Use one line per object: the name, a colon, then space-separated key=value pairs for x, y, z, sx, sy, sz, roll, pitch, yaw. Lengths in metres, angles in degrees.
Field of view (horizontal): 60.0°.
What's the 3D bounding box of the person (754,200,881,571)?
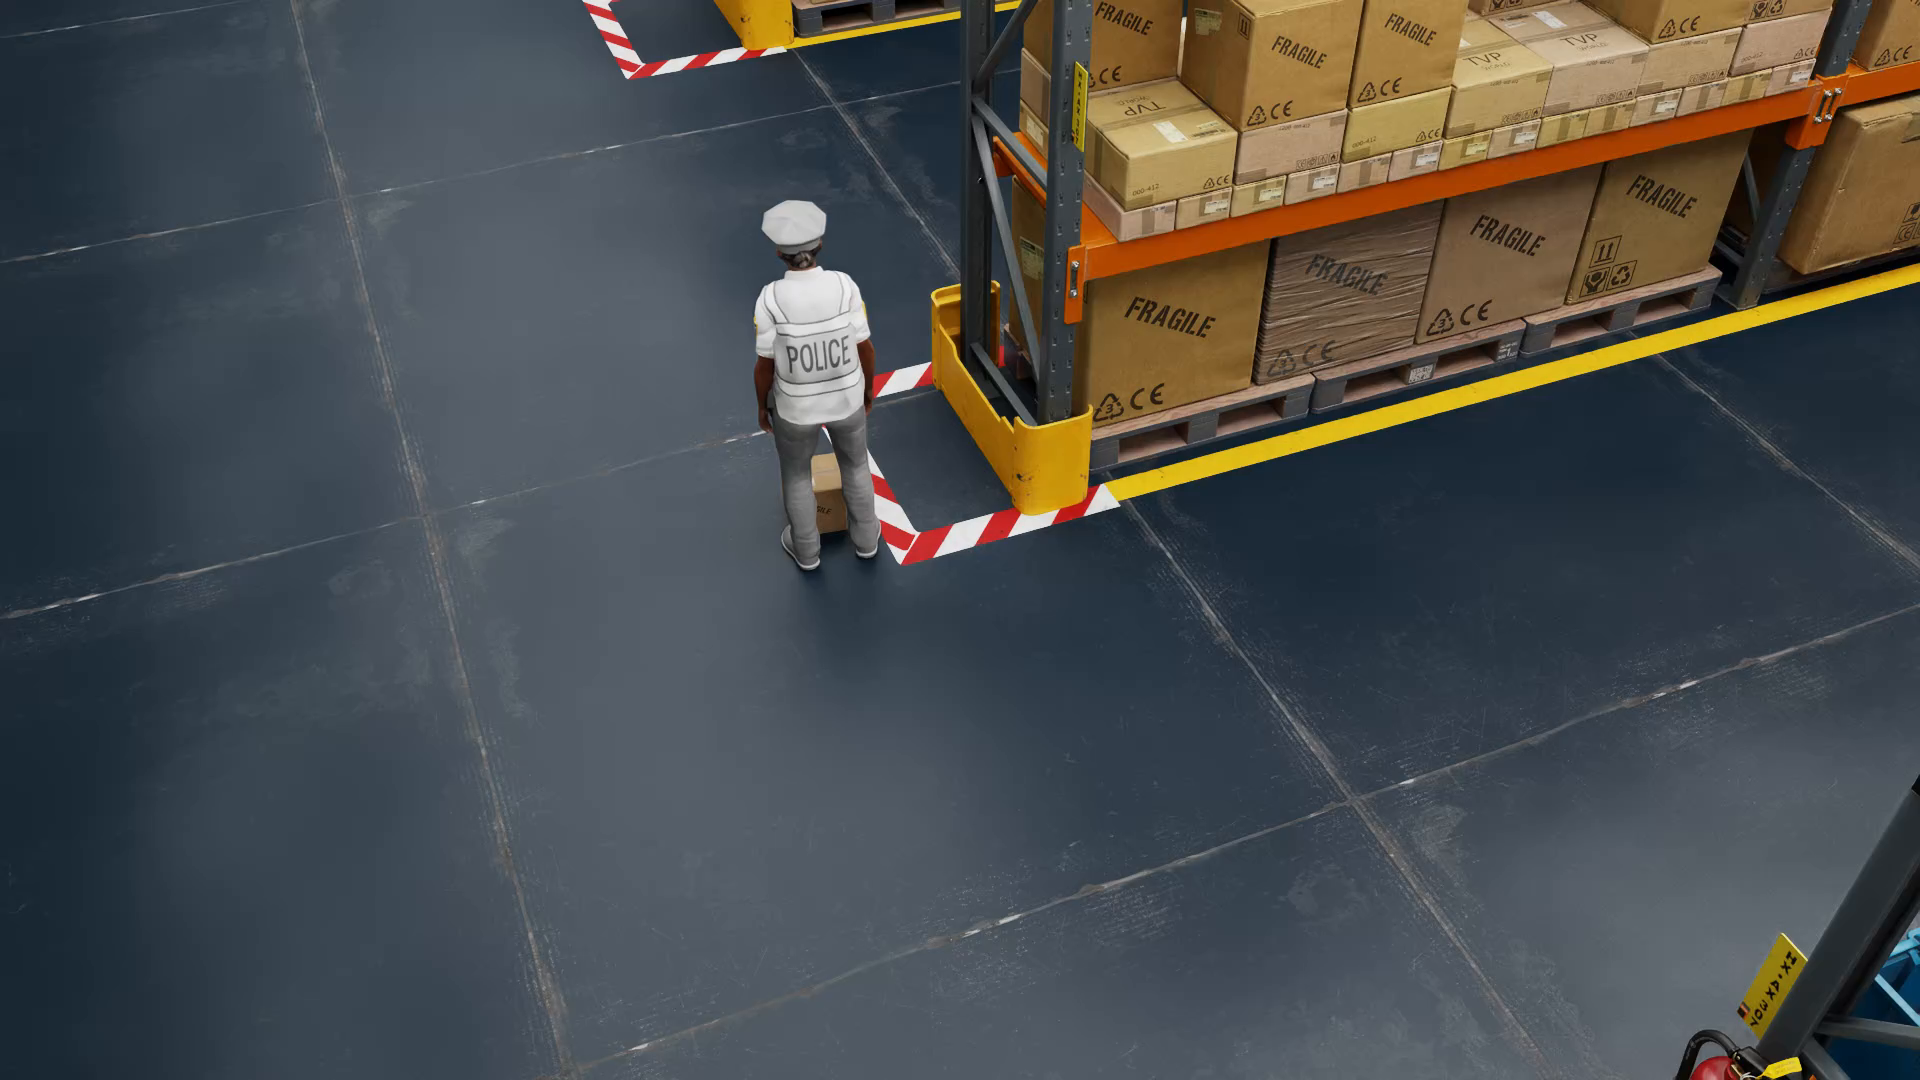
person: x=-0.580 y=-0.576 z=6.801 sx=0.512 sy=1.657 sz=0.399 roll=-11 pitch=43 yaw=-12
